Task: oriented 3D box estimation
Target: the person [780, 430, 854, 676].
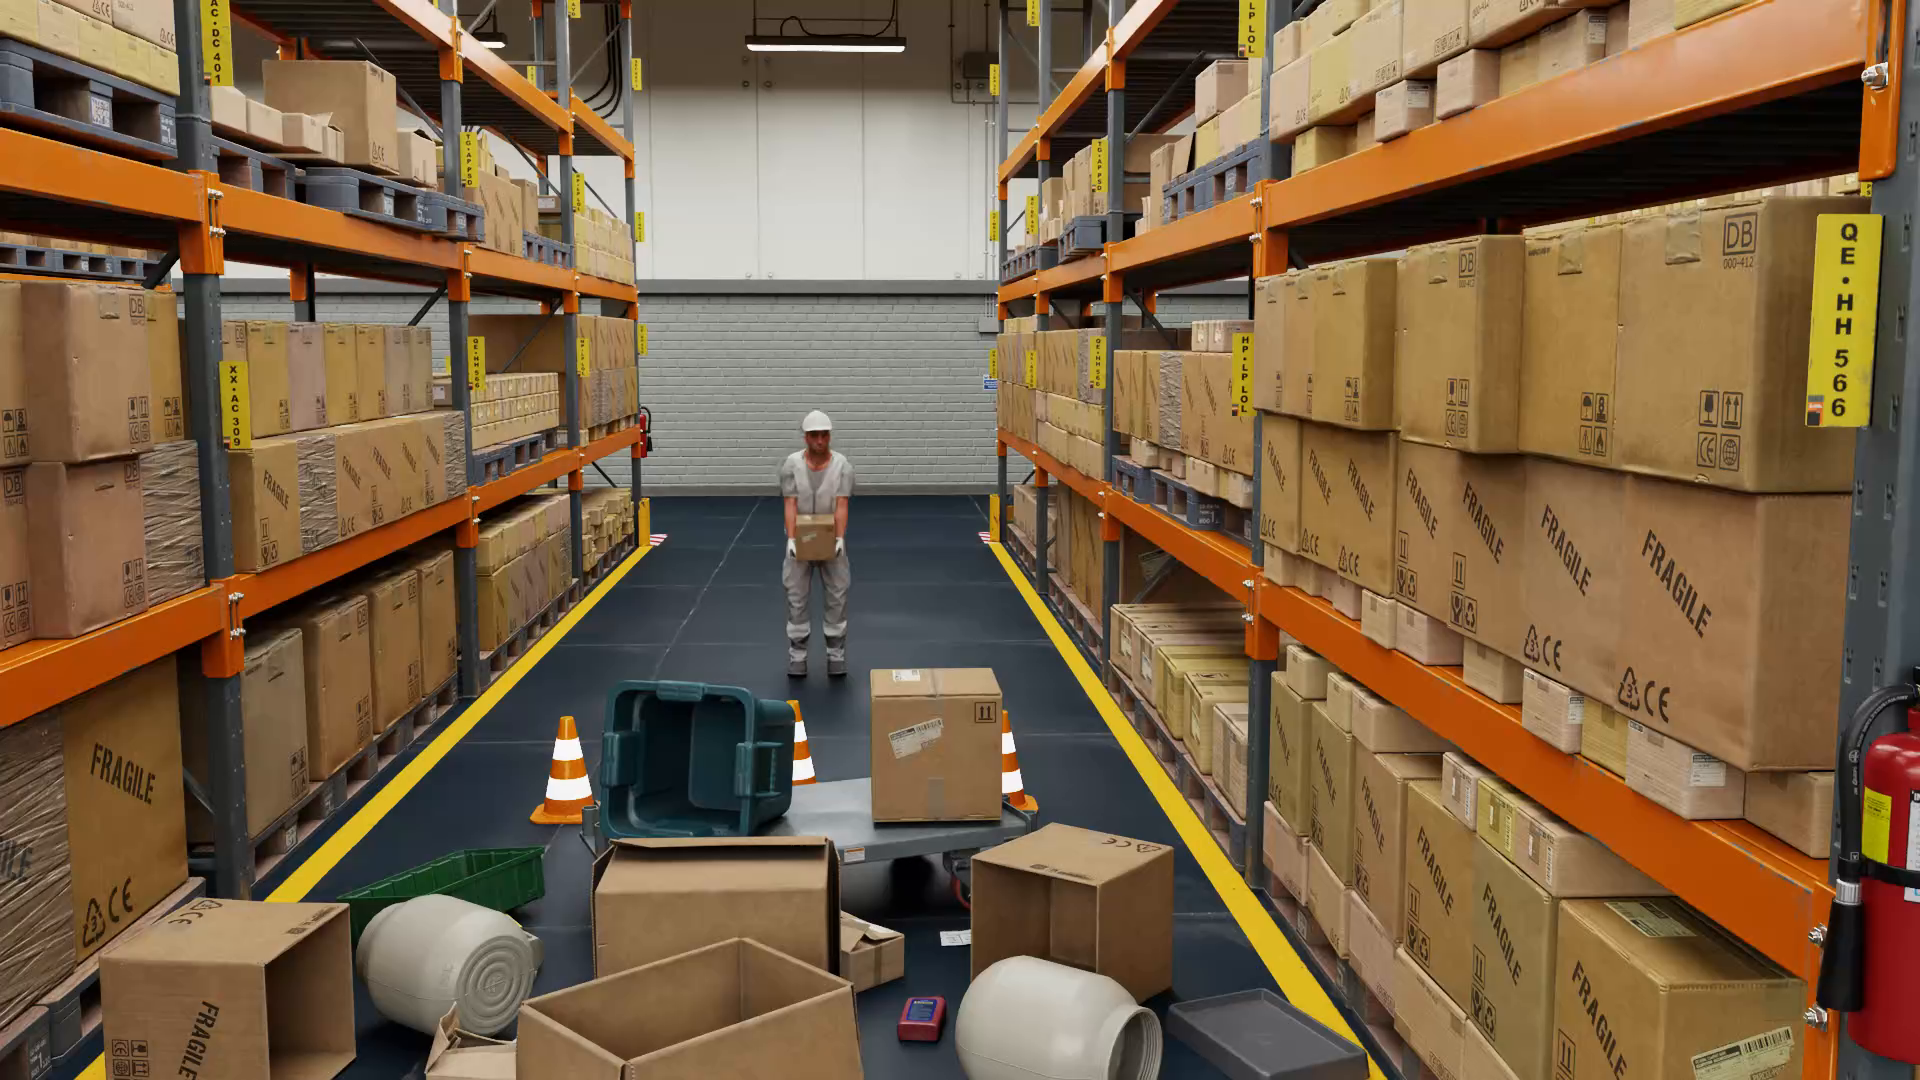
[{"bbox_3d":[-12.836,1.119,2.004,25.717,1.716,16.635,-1,7,-5],"label":"person"}]
